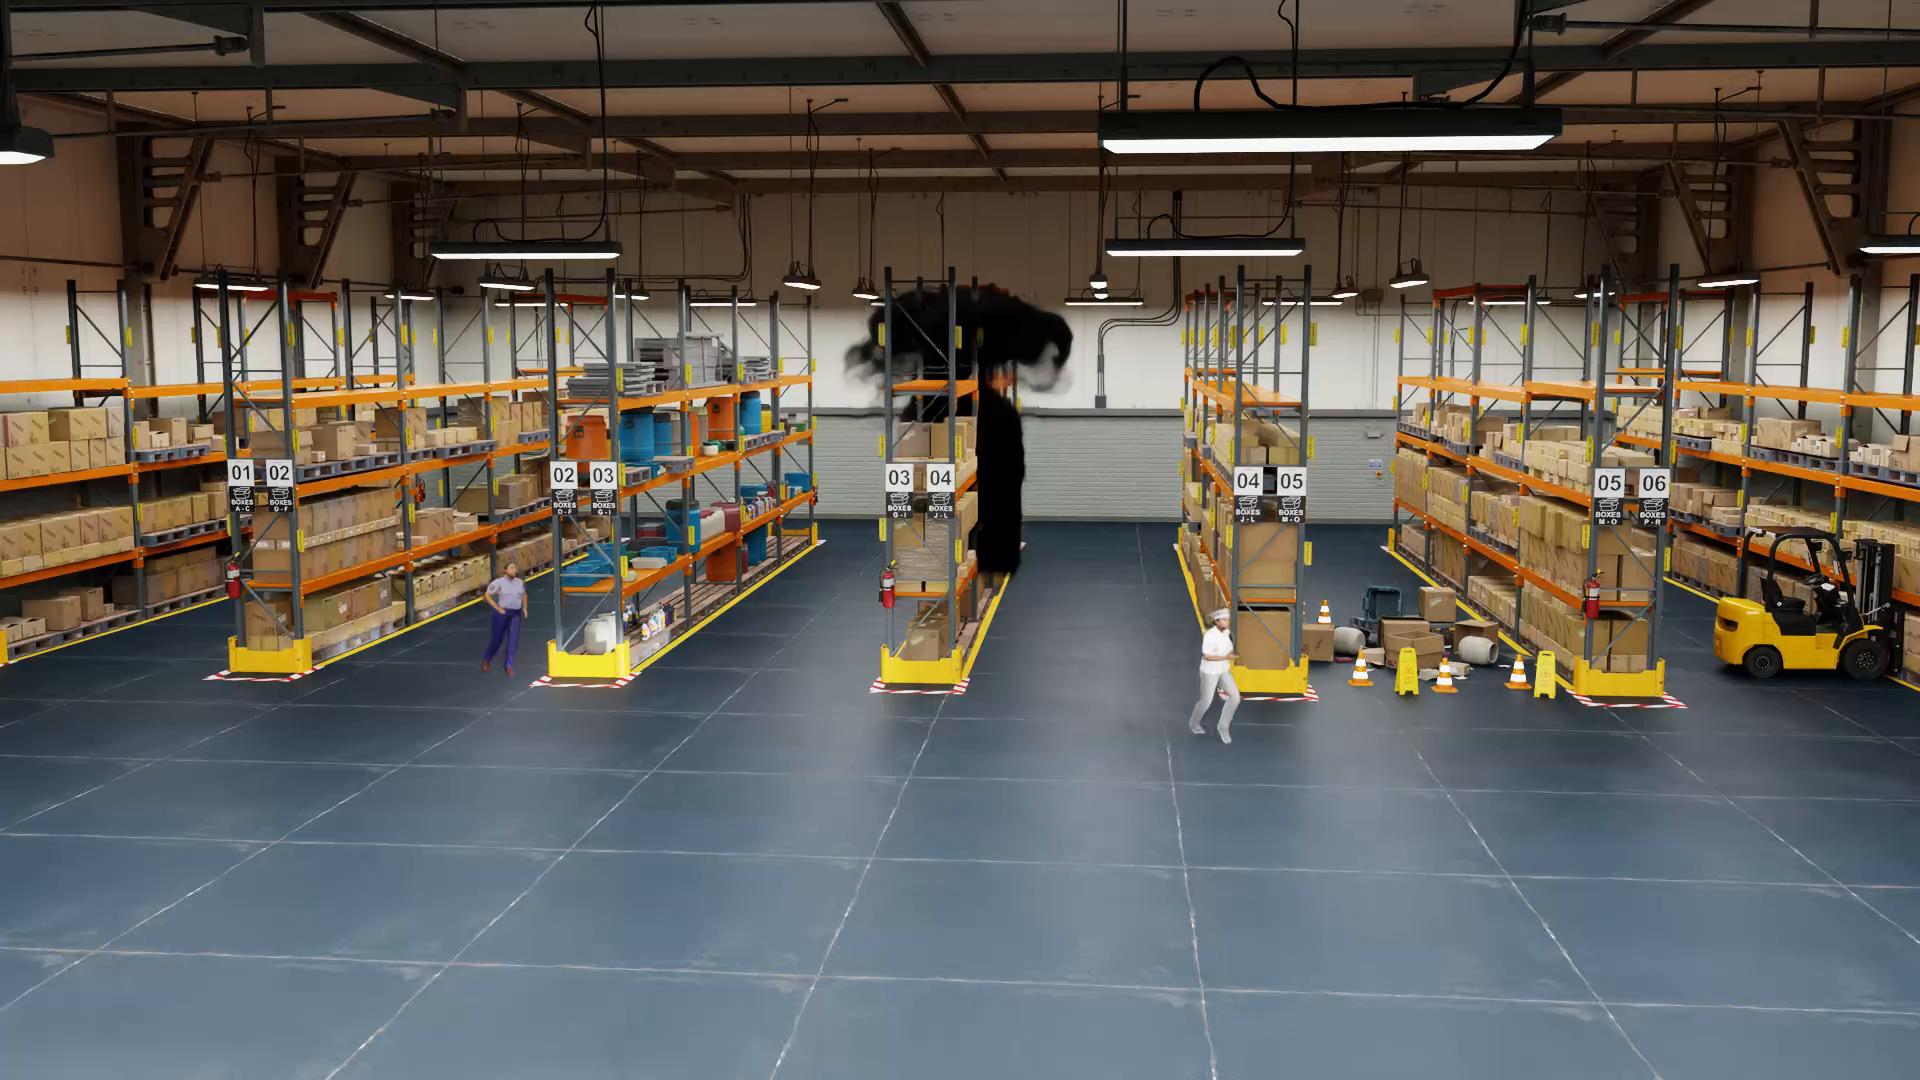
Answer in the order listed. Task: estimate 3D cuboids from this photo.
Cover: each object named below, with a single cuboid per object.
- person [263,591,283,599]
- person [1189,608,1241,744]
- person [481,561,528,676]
[{"bbox_3d":[-12.439,0.482,30.138,0.599,1.708,0.878,0,7,-3],"label":"person"},{"bbox_3d":[3.172,1.669,20.687,0.600,1.711,0.822,-6,9,-38],"label":"person"},{"bbox_3d":[-6.506,1.121,24.011,0.669,1.621,0.826,-6,9,-38],"label":"person"}]
